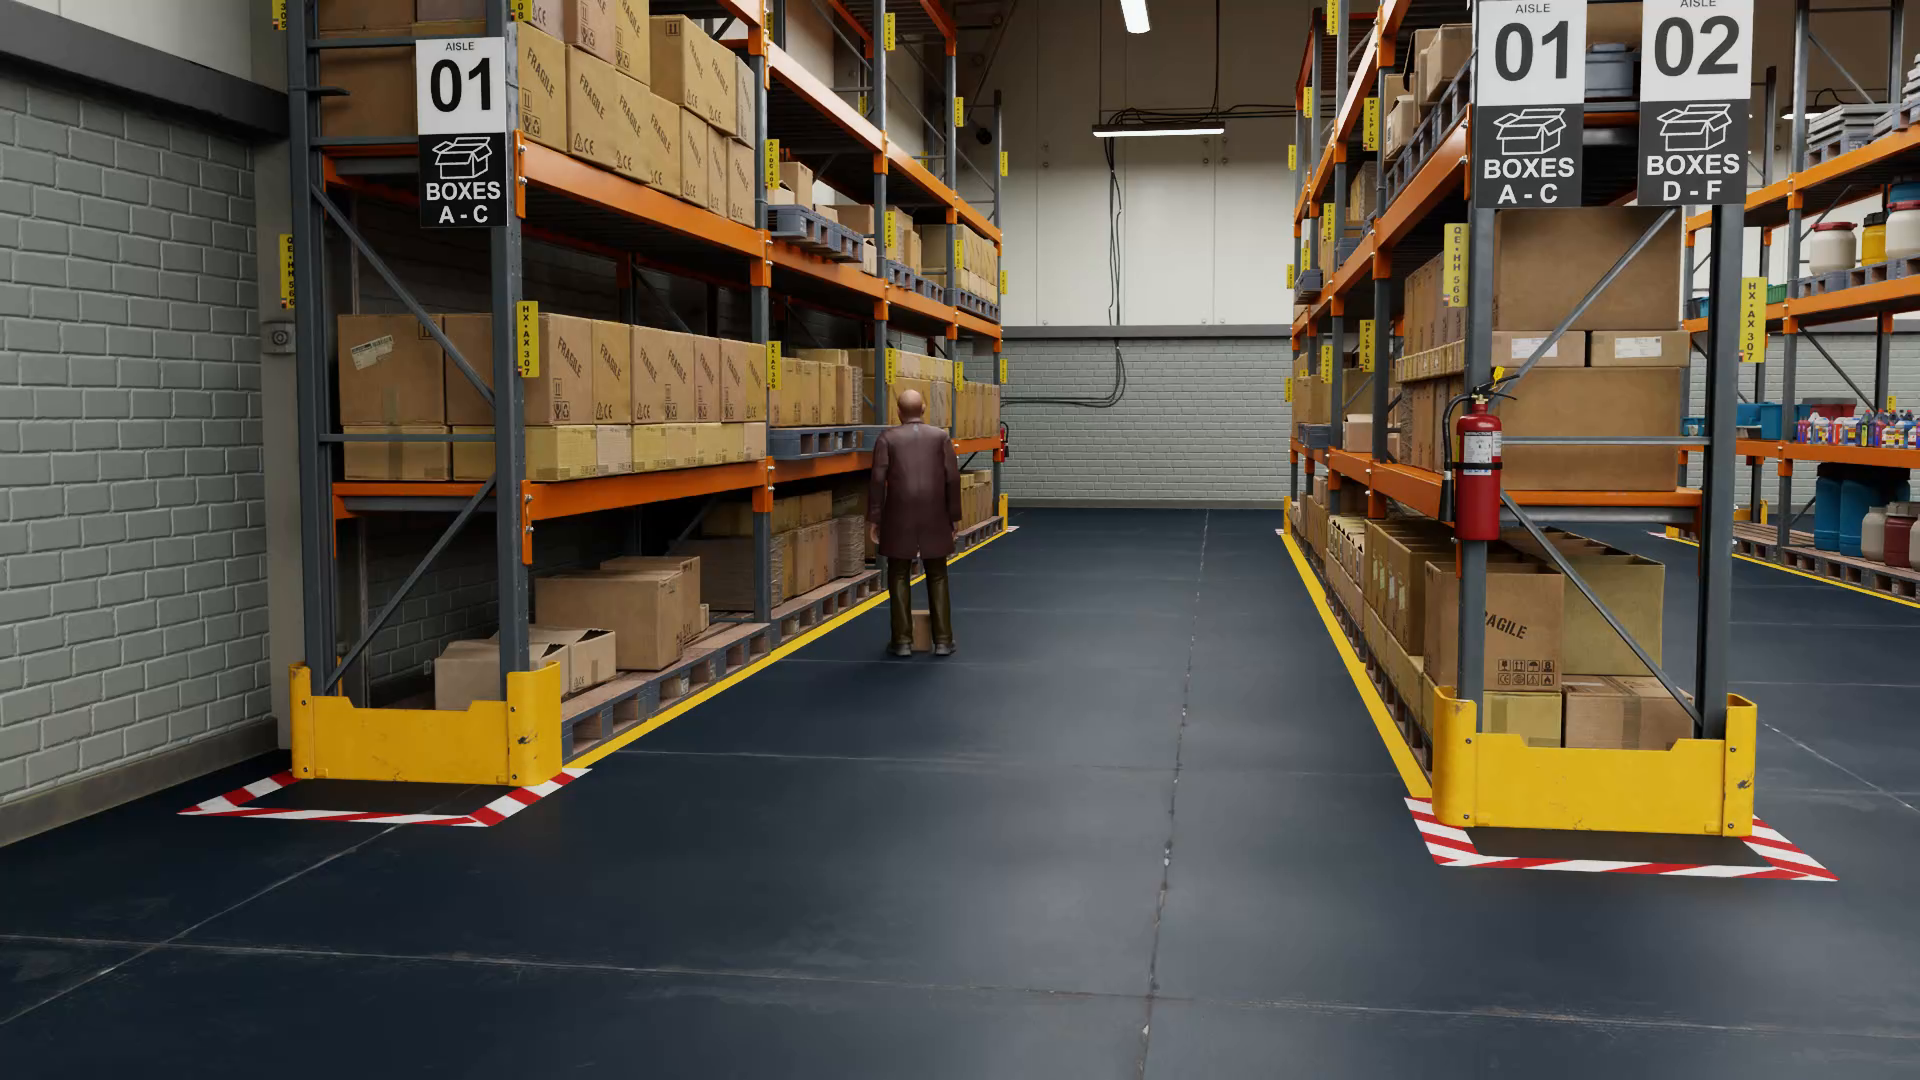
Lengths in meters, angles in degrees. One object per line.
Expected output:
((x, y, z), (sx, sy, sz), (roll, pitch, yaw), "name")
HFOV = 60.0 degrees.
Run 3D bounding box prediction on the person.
((-0.307, -0.119, 11.150), (0.653, 1.773, 0.423), (-1, 4, -9), "person")
